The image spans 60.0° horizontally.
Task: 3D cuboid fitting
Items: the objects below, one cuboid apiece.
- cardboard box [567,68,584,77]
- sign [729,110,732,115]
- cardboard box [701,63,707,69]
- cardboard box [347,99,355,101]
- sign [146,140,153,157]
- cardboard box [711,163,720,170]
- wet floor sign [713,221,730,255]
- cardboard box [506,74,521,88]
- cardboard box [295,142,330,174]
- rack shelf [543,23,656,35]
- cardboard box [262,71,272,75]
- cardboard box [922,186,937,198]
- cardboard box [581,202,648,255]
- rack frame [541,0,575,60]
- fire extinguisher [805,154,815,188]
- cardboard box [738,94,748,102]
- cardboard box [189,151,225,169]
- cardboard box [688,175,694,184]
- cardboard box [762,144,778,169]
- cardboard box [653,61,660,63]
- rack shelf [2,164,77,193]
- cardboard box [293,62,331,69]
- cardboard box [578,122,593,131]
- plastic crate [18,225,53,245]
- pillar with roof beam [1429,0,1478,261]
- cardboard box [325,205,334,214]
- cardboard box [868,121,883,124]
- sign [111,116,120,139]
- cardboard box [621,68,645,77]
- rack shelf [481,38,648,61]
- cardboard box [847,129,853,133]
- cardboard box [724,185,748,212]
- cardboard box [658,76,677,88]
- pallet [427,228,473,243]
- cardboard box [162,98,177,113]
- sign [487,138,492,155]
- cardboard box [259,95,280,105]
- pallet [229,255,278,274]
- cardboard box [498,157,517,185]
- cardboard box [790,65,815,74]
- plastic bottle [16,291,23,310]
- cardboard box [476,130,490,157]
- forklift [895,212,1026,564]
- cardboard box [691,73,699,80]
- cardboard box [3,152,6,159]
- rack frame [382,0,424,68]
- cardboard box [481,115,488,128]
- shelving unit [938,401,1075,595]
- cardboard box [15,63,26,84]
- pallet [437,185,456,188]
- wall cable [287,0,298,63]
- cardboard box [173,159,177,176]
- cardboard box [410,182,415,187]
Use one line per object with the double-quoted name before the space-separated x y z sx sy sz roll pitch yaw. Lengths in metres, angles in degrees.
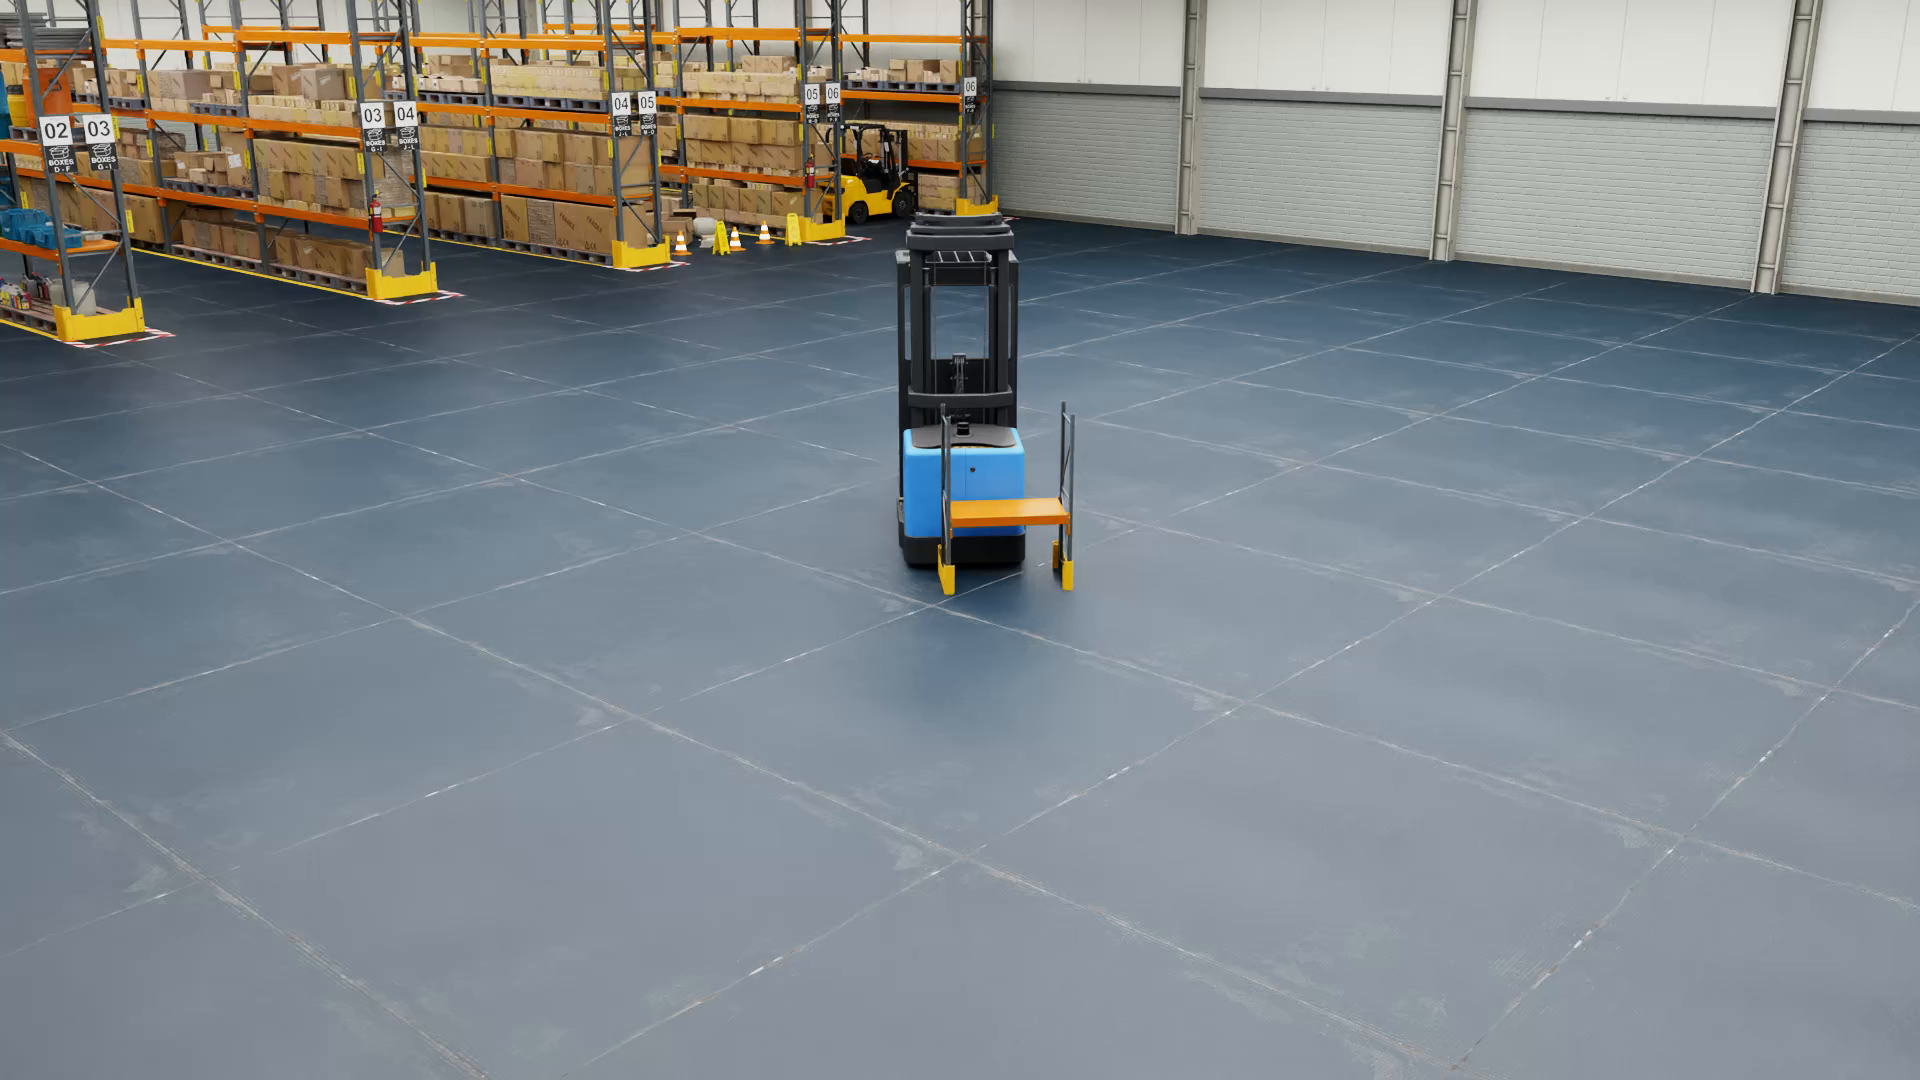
"cardboard box" -7.169 -8.807 31.319 0.250 0.149 0.380 16 23 40
"sign" -5.954 -10.984 43.118 0.005 0.325 0.100 15 23 39
"cardboard box" -6.576 -12.466 43.709 0.250 0.149 0.380 15 23 38
"cardboard box" -10.275 -7.496 28.540 0.250 0.149 0.380 15 23 39
"sign" -15.837 -7.654 32.496 0.005 0.325 0.100 15 23 39
"cardboard box" -5.274 -8.269 36.762 0.250 0.149 0.380 16 24 41
"wet floor sign" -4.783 -6.044 33.229 0.232 0.644 0.267 11 20 30
"cardboard box" -8.553 -9.013 32.628 0.500 0.250 0.500 15 23 39
"cardboard box" -11.181 -6.645 28.920 0.500 0.500 0.500 15 23 39
"rack shelf" -10.088 -14.314 46.672 4.000 0.370 1.077 15 23 39
"cardboard box" -15.990 -10.872 39.013 0.500 0.250 0.500 14 22 37
"cardboard box" -0.557 -8.246 39.300 0.500 0.250 0.500 15 23 39
"cardboard box" -6.670 -6.033 32.119 0.875 0.875 0.875 15 23 40
"rack frame" -11.584 -15.060 47.828 0.127 3.000 1.000 15 23 39
"fire extinguisher" -3.129 -7.700 34.683 0.183 0.674 0.296 15 23 39
"cardboard box" -4.540 -9.481 35.623 0.250 0.149 0.380 15 23 39
"cardboard box" -14.556 -7.288 32.395 0.700 0.500 0.500 -14 22 -38
"cardboard box" -7.221 -9.947 45.072 0.500 0.500 0.500 14 22 37
"cardboard box" -3.869 -8.202 35.479 0.500 0.500 0.500 15 23 39
"cardboard box" -8.042 -12.794 44.711 0.250 0.149 0.380 15 23 38
"rack shelf" -19.958 -8.090 36.973 4.000 0.370 1.077 15 23 39
"cardboard box" -14.884 -10.710 38.221 0.500 0.500 0.700 15 23 39
"cardboard box" -8.710 -9.718 39.560 0.500 0.500 0.500 14 22 38
"plastic crate" -13.830 -4.595 25.017 0.408 0.251 0.499 15 23 39
"pillar with roof beam" 6.578 -8.808 28.127 0.400 9.000 9.100 15 23 39
"cardboard box" -10.783 -5.760 28.857 0.250 0.149 0.380 15 23 39
"cardboard box" -1.991 -10.003 40.080 0.250 0.149 0.380 16 23 40
"sign" -12.406 -6.059 24.411 0.005 0.325 0.100 15 23 39
"cardboard box" -6.158 -8.801 31.302 0.250 0.149 0.380 15 23 40
"rack shelf" -7.615 -9.452 32.006 4.000 0.370 1.077 15 23 39
"cardboard box" -2.545 -10.025 40.641 0.250 0.149 0.380 15 23 38
"cardboard box" -4.844 -7.526 36.616 0.500 0.500 0.500 17 24 42
"cardboard box" -6.434 -10.311 37.374 0.500 0.250 0.500 14 23 38
"pallet" -10.655 -6.581 35.638 1.213 0.211 1.003 15 23 39
"cardboard box" -14.904 -8.332 31.834 0.500 0.250 0.500 16 23 41
"sign" -9.464 -7.917 33.454 0.005 0.325 0.100 15 23 39
"cardboard box" -12.196 -7.801 29.501 0.250 0.149 0.380 14 22 37
"pallet" -13.062 -5.252 31.451 1.213 0.211 1.003 15 23 39
"cardboard box" -8.827 -7.528 33.762 0.550 0.550 0.875 15 23 39
"cardboard box" -3.886 -11.671 41.395 0.500 0.311 0.500 14 22 37
"plastic bottle" -14.539 -3.706 25.731 0.133 0.283 0.061 16 23 41
"cardboard box" -9.486 -8.150 34.153 0.500 0.500 0.700 15 23 38
"forklift" -0.036 -1.587 15.407 1.130 2.935 3.031 -1 18 -3
"cardboard box" -5.668 -10.175 36.491 0.250 0.149 0.380 16 24 41
"cardboard box" -21.274 -8.748 37.611 0.500 0.250 0.500 14 23 38
"rack frame" -14.876 -13.937 44.287 0.127 3.000 1.000 15 23 39
"cardboard box" -11.746 -10.645 42.014 0.500 0.500 0.500 15 23 40
"shelving unit" 0.379 -0.364 13.917 1.083 1.500 0.587 -2 18 -6
"cardboard box" -20.270 -10.235 36.557 0.500 0.500 0.700 13 22 36
"pallet" -13.318 -9.360 44.394 1.213 0.211 1.003 15 23 39
"wall cable" -19.318 -15.015 47.685 0.029 3.000 0.463 15 23 39
"cardboard box" -15.654 -7.435 33.555 0.500 0.500 0.500 16 24 41
"cardboard box" -12.458 -7.890 37.351 0.500 0.250 0.500 14 22 37
